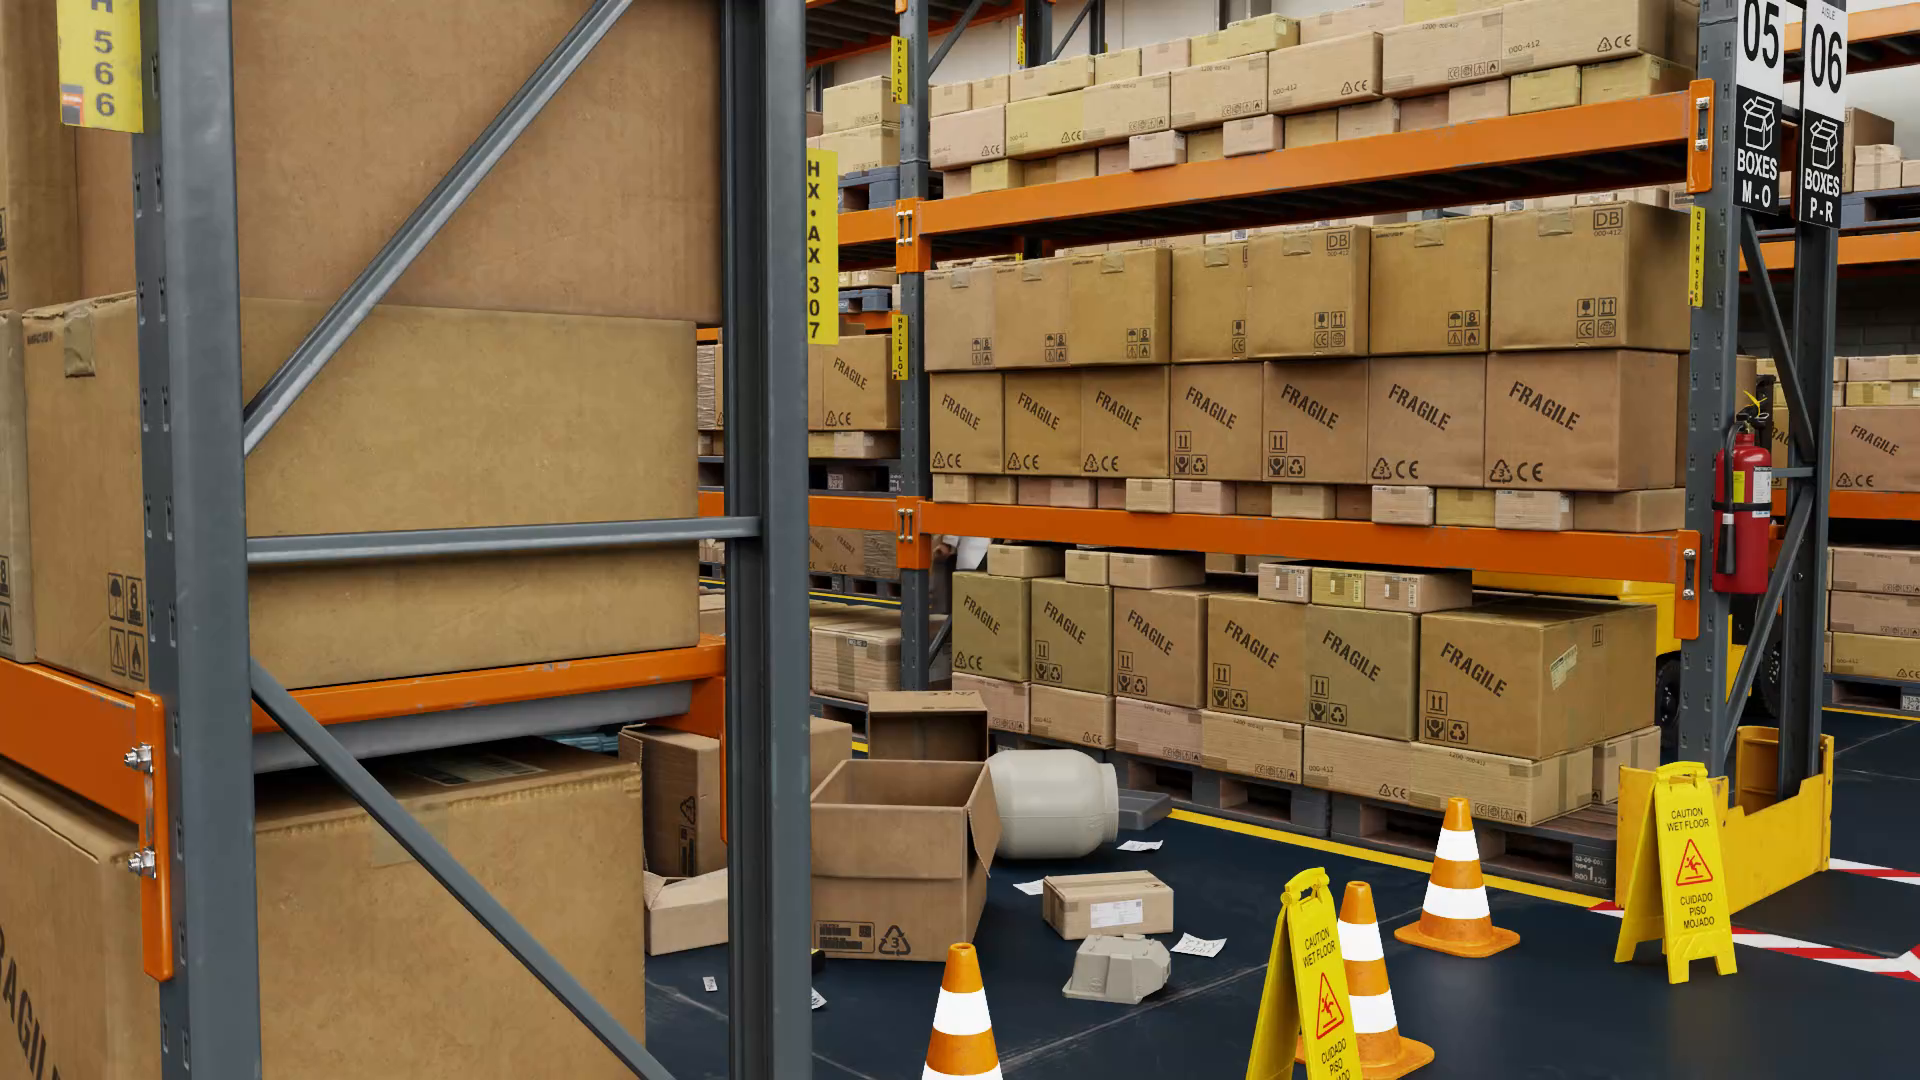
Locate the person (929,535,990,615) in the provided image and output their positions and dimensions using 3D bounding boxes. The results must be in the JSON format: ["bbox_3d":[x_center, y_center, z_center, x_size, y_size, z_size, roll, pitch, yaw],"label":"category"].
[{"bbox_3d":[-0.072,0.018,11.777,0.601,1.744,0.530,-4,5,-45],"label":"person"}]
